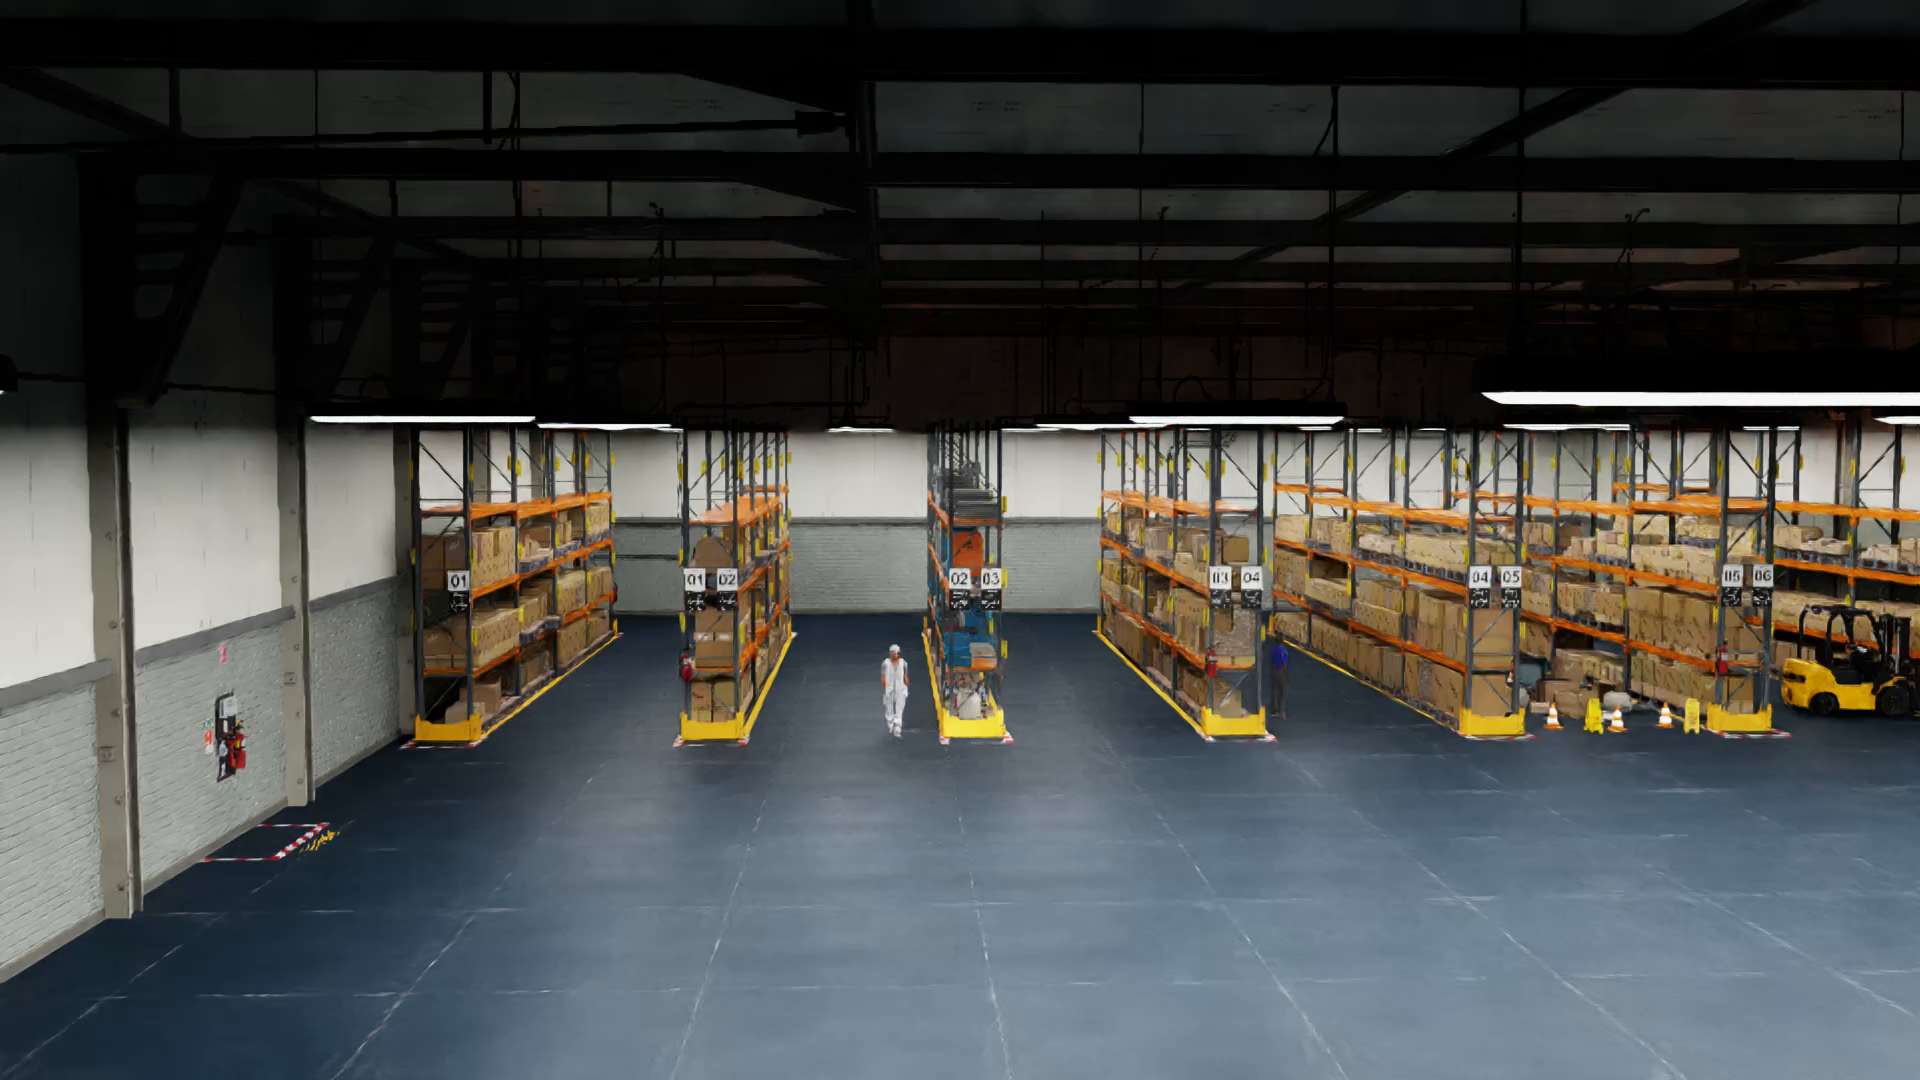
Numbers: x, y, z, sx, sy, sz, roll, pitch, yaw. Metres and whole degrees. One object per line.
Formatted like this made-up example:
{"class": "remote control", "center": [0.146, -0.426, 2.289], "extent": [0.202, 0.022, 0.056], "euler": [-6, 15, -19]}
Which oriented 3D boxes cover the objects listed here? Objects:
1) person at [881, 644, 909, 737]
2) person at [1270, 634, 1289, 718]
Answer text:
{"class": "person", "center": [-1.227, 2.824, 31.405], "extent": [0.538, 1.716, 1.037], "euler": [0, 4, -5]}
{"class": "person", "center": [6.480, 2.764, 33.638], "extent": [0.356, 1.722, 0.523], "euler": [-2, 4, -28]}
